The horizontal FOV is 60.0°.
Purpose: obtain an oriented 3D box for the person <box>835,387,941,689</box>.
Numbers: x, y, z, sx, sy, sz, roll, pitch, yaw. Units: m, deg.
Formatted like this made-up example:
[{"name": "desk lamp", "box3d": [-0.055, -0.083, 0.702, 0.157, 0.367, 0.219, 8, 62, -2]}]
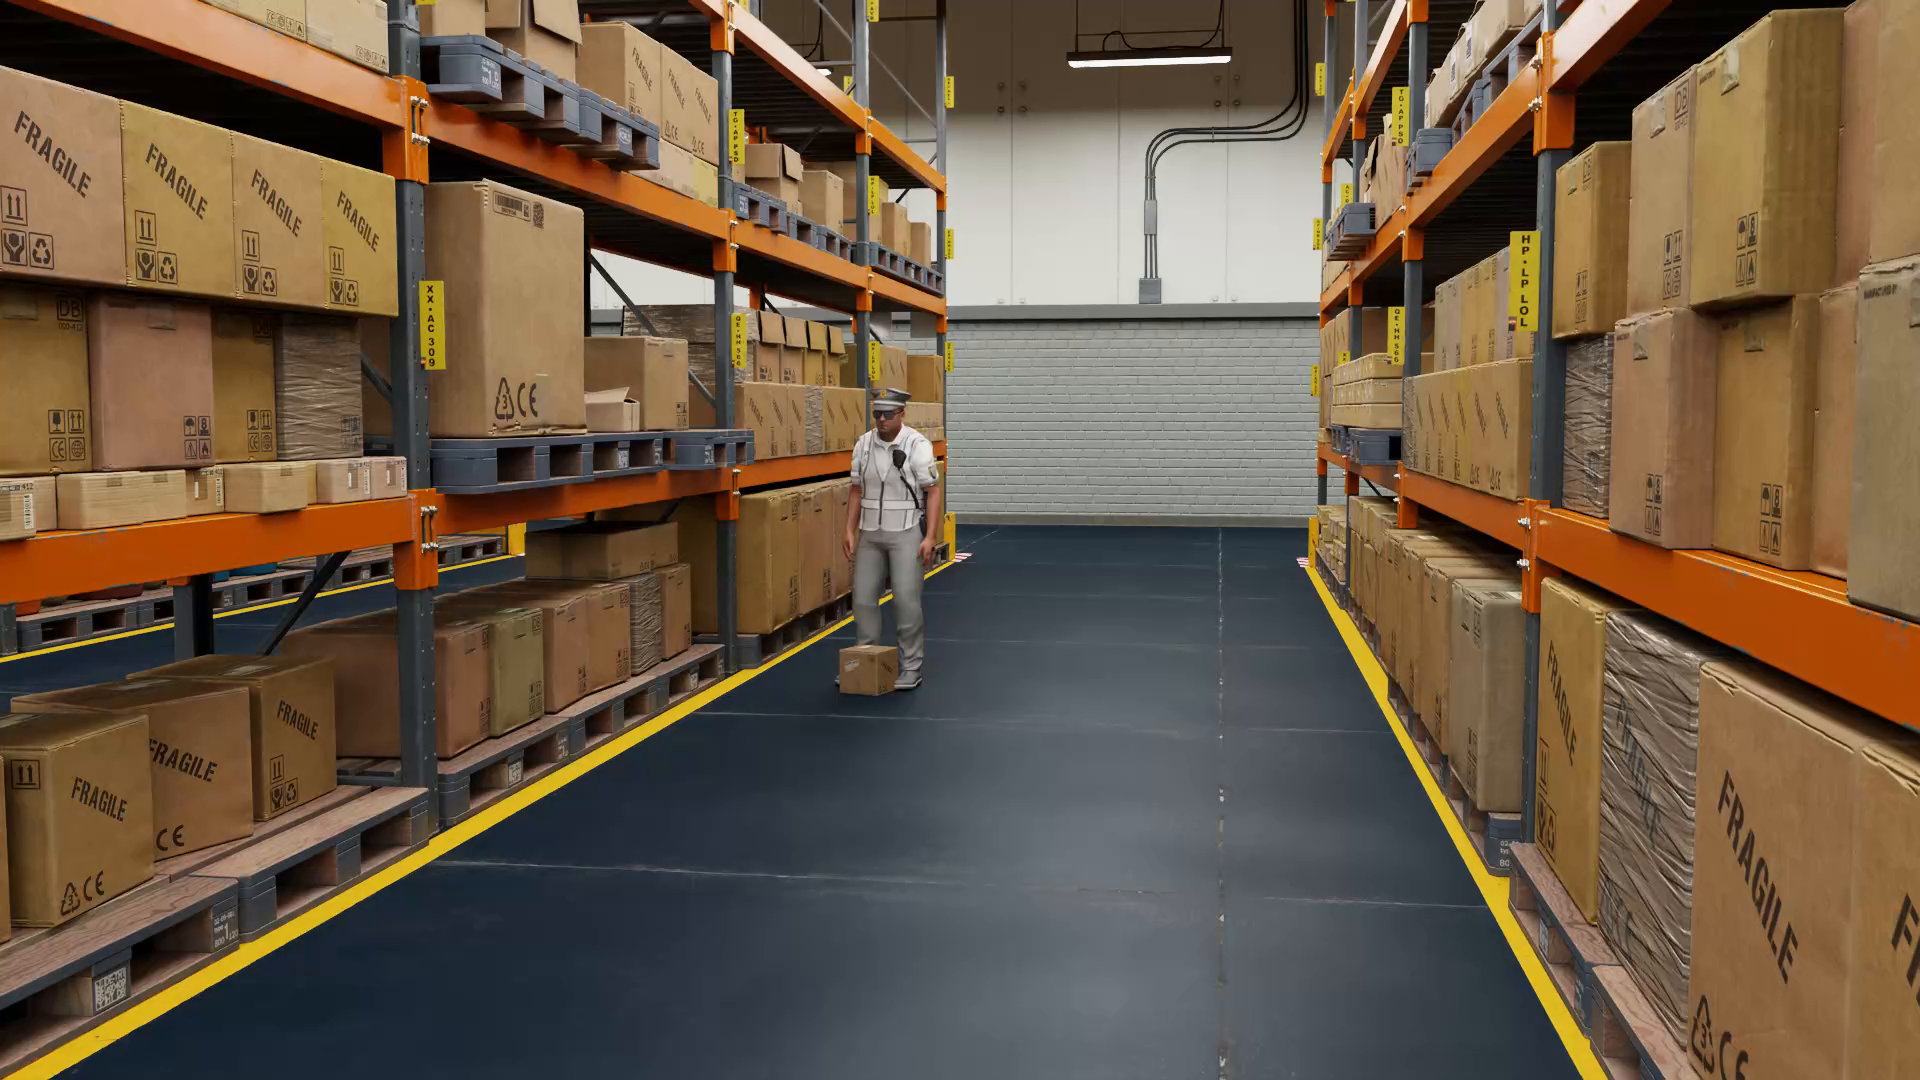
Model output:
[{"name": "person", "box3d": [-0.402, -0.017, 9.794, 0.606, 1.751, 0.430, 2, 5, 24]}]
